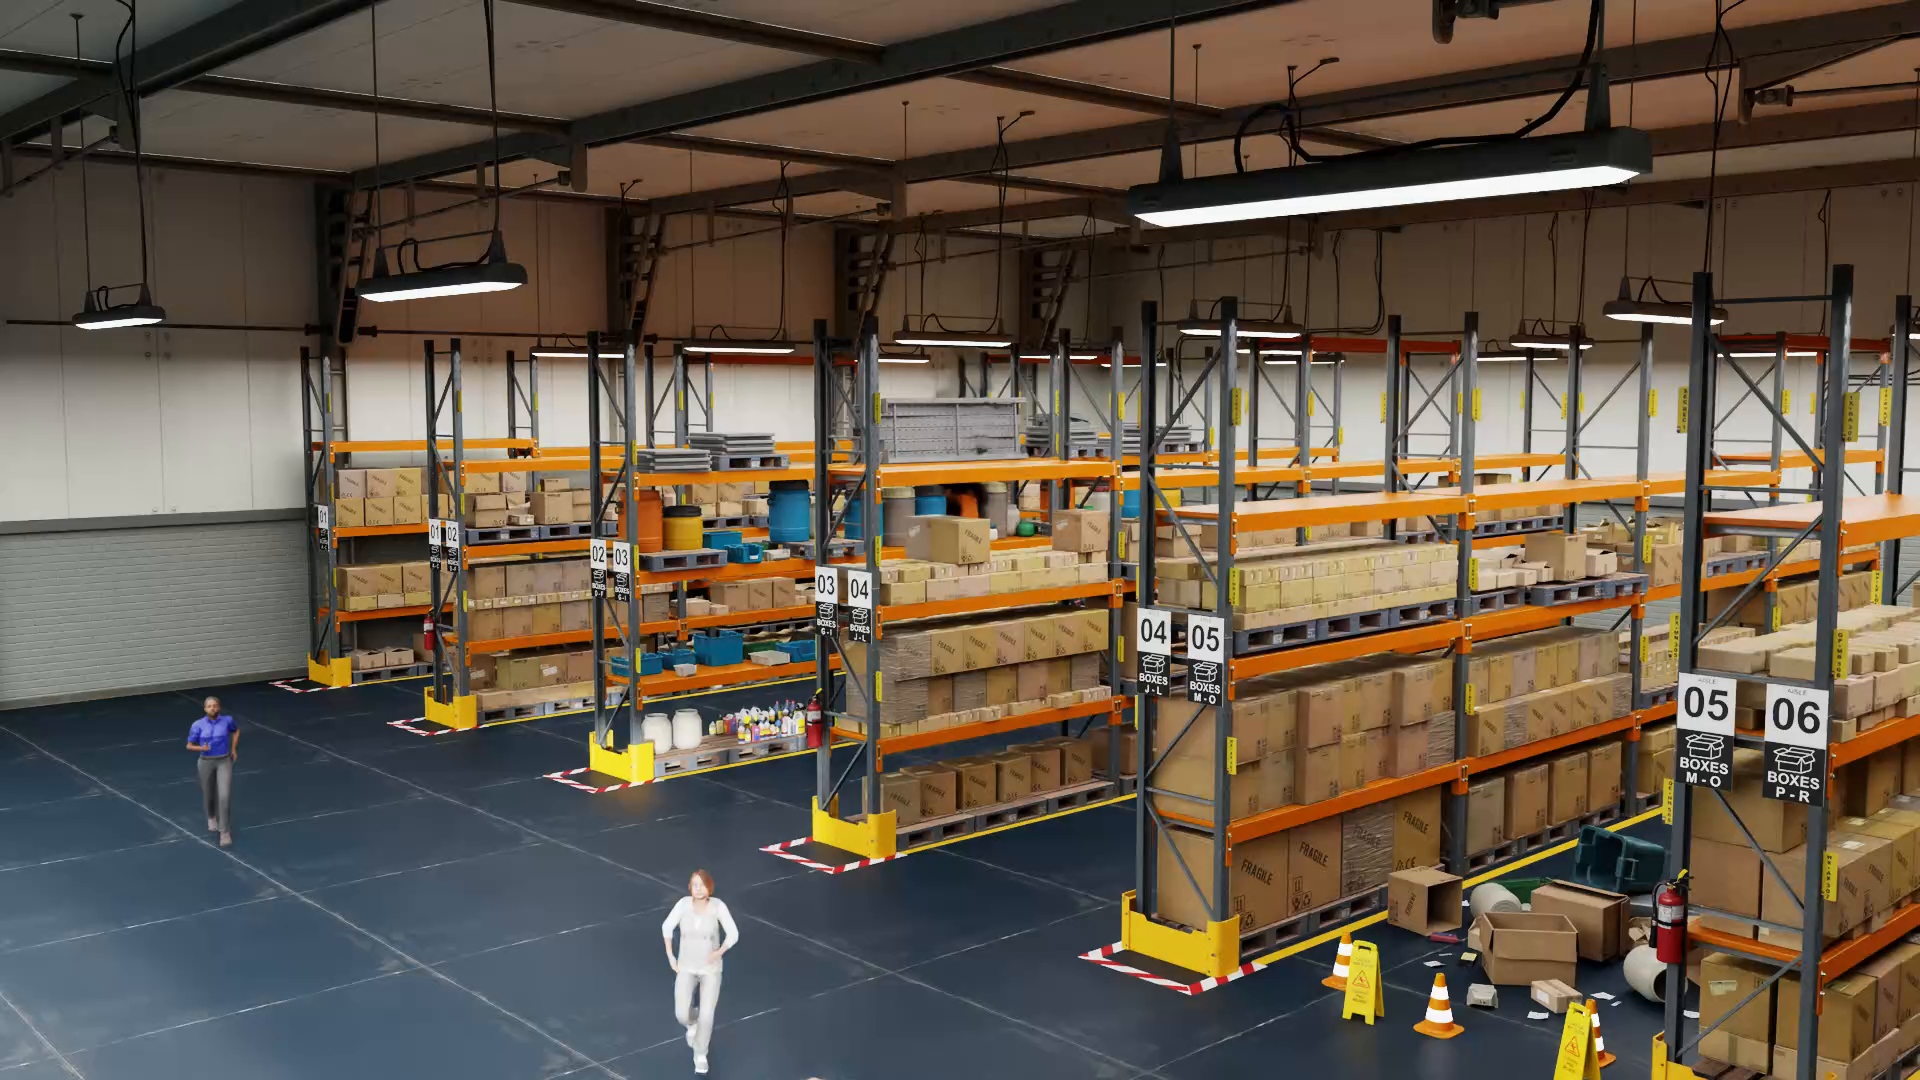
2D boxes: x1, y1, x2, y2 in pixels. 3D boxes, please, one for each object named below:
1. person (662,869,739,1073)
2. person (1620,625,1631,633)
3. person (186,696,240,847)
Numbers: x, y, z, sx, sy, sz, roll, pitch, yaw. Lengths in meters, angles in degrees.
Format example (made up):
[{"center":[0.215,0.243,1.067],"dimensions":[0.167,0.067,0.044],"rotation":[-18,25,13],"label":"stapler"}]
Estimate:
[{"center":[-1.987,3.288,12.670],"dimensions":[0.595,1.540,0.507],"rotation":[0,5,0],"label":"person"},{"center":[9.953,2.148,24.680],"dimensions":[0.813,1.795,0.631],"rotation":[-4,7,-41],"label":"person"},{"center":[-8.613,2.633,19.217],"dimensions":[0.574,1.680,0.883],"rotation":[-2,6,-26],"label":"person"}]
